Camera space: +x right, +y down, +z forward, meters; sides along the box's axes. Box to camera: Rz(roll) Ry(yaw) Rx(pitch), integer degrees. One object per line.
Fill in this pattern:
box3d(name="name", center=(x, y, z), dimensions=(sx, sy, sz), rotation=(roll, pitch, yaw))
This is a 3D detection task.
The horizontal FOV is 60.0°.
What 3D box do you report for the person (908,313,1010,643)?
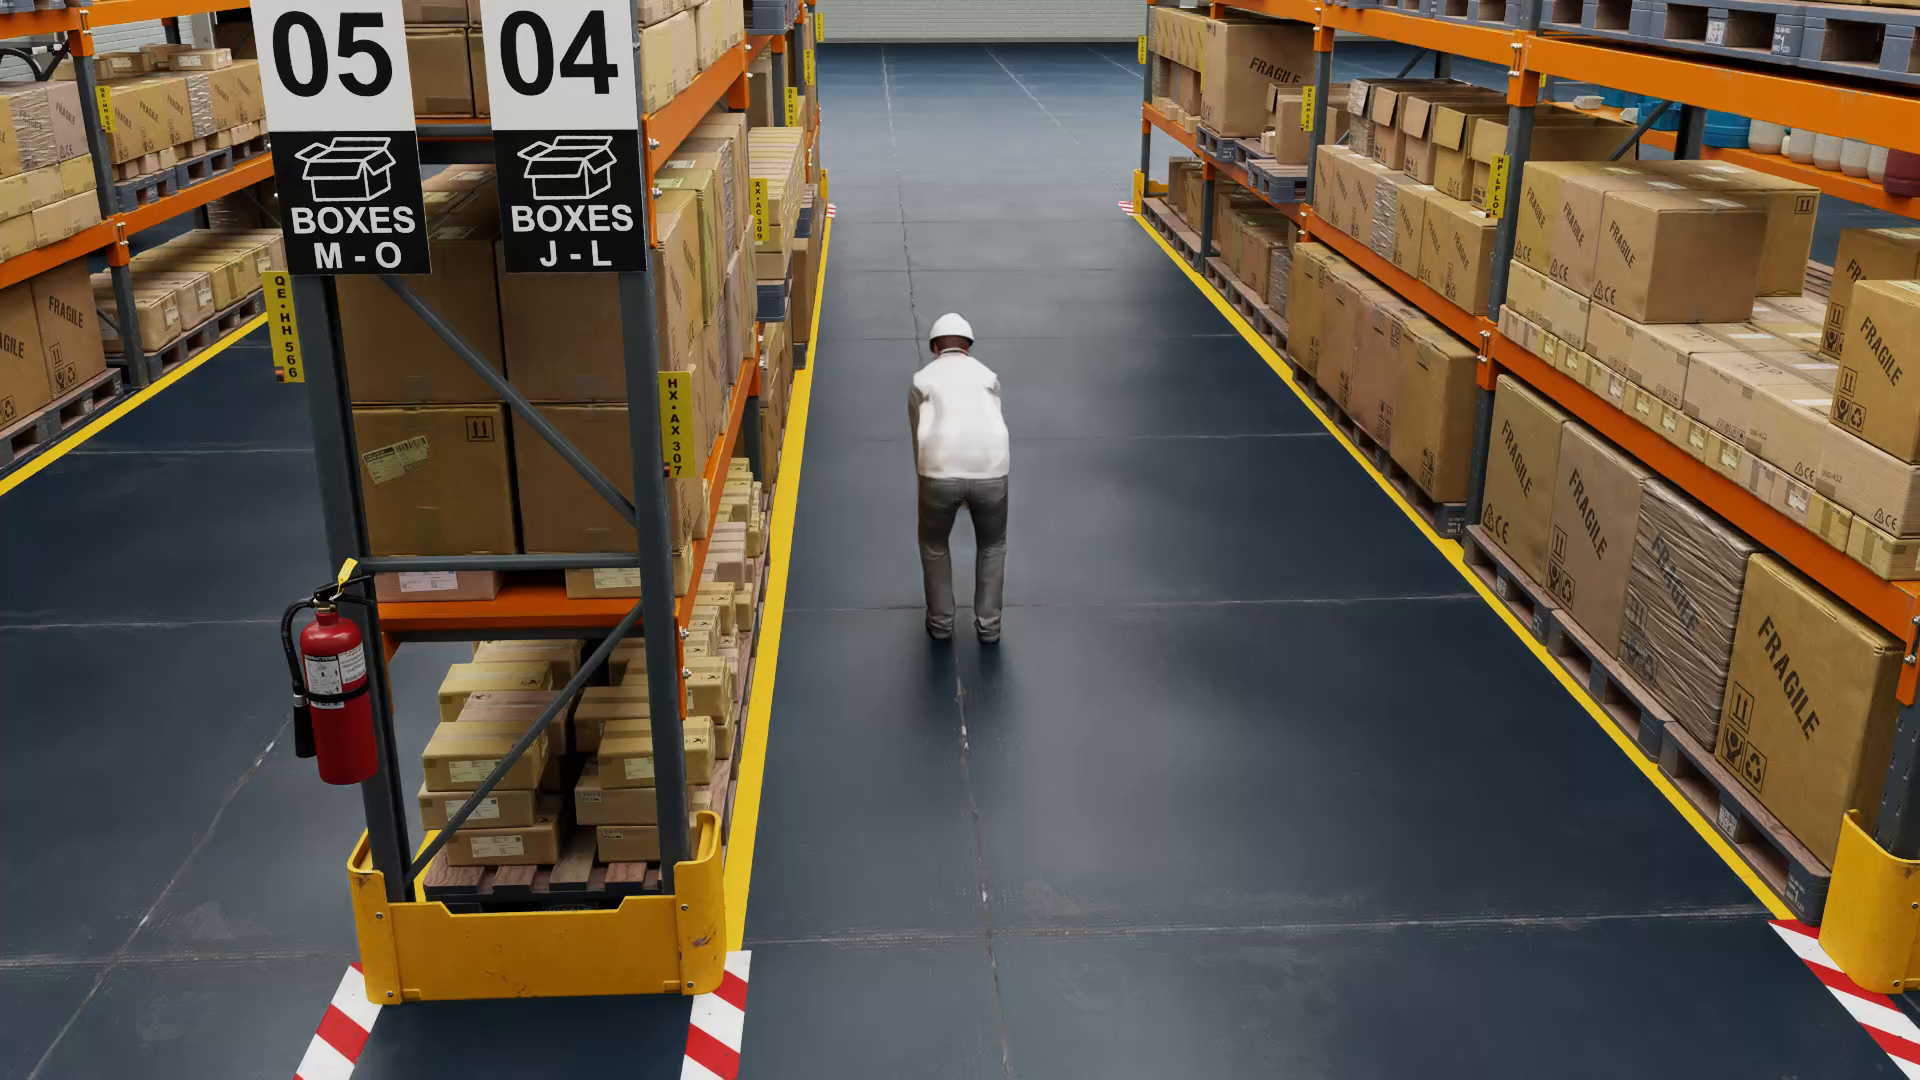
box3d(name="person", center=(-0.015, -0.305, 8.227), dimensions=(0.474, 1.527, 0.840), rotation=(-2, 20, -4))
